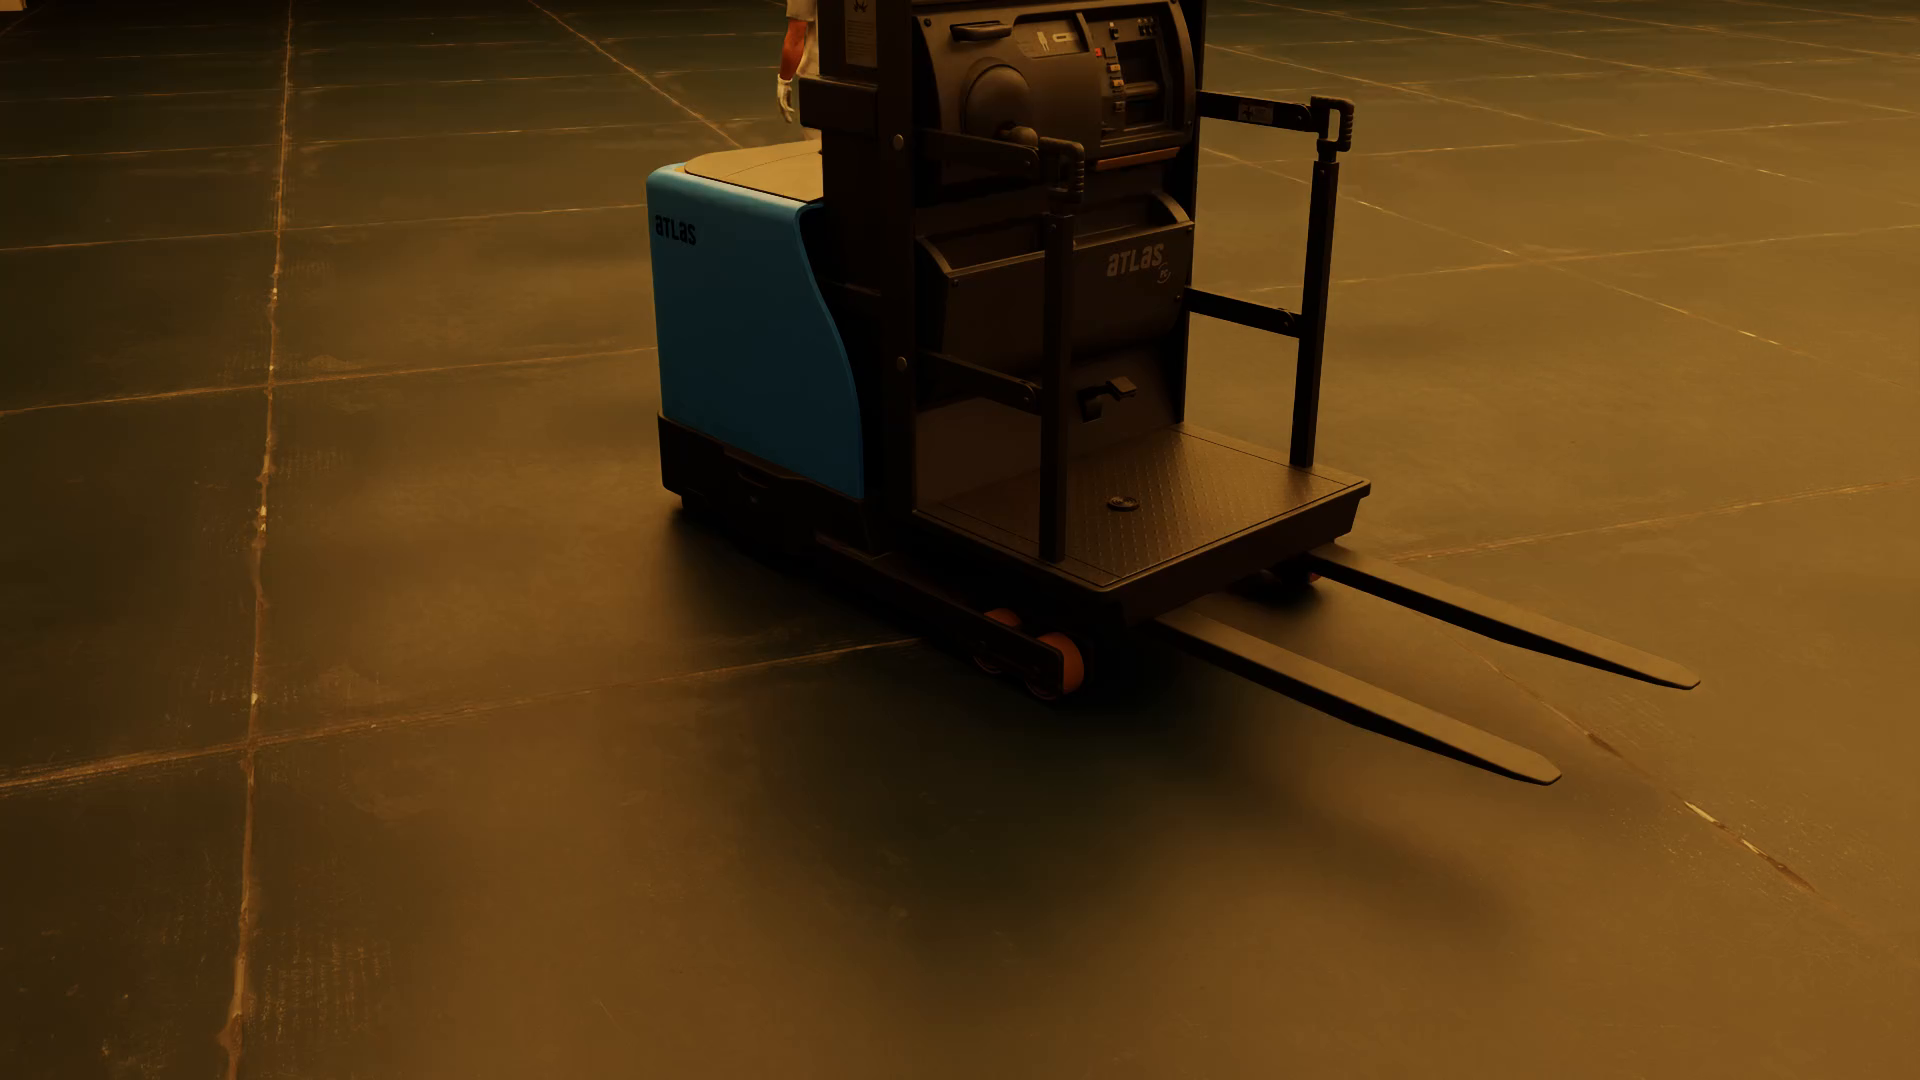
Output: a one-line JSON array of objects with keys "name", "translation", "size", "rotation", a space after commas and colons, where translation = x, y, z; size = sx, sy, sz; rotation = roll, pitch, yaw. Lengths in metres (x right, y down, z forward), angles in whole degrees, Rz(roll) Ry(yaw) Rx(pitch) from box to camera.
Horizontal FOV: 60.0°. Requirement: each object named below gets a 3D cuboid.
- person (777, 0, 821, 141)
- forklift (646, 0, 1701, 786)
[{"name": "person", "translation": [-0.612, -2.209, 8.006], "size": [0.637, 1.786, 0.565], "rotation": [-14, 26, -29]}, {"name": "forklift", "translation": [0.409, -1.176, 4.096], "size": [1.130, 2.935, 3.031], "rotation": [-19, 30, -38]}]
